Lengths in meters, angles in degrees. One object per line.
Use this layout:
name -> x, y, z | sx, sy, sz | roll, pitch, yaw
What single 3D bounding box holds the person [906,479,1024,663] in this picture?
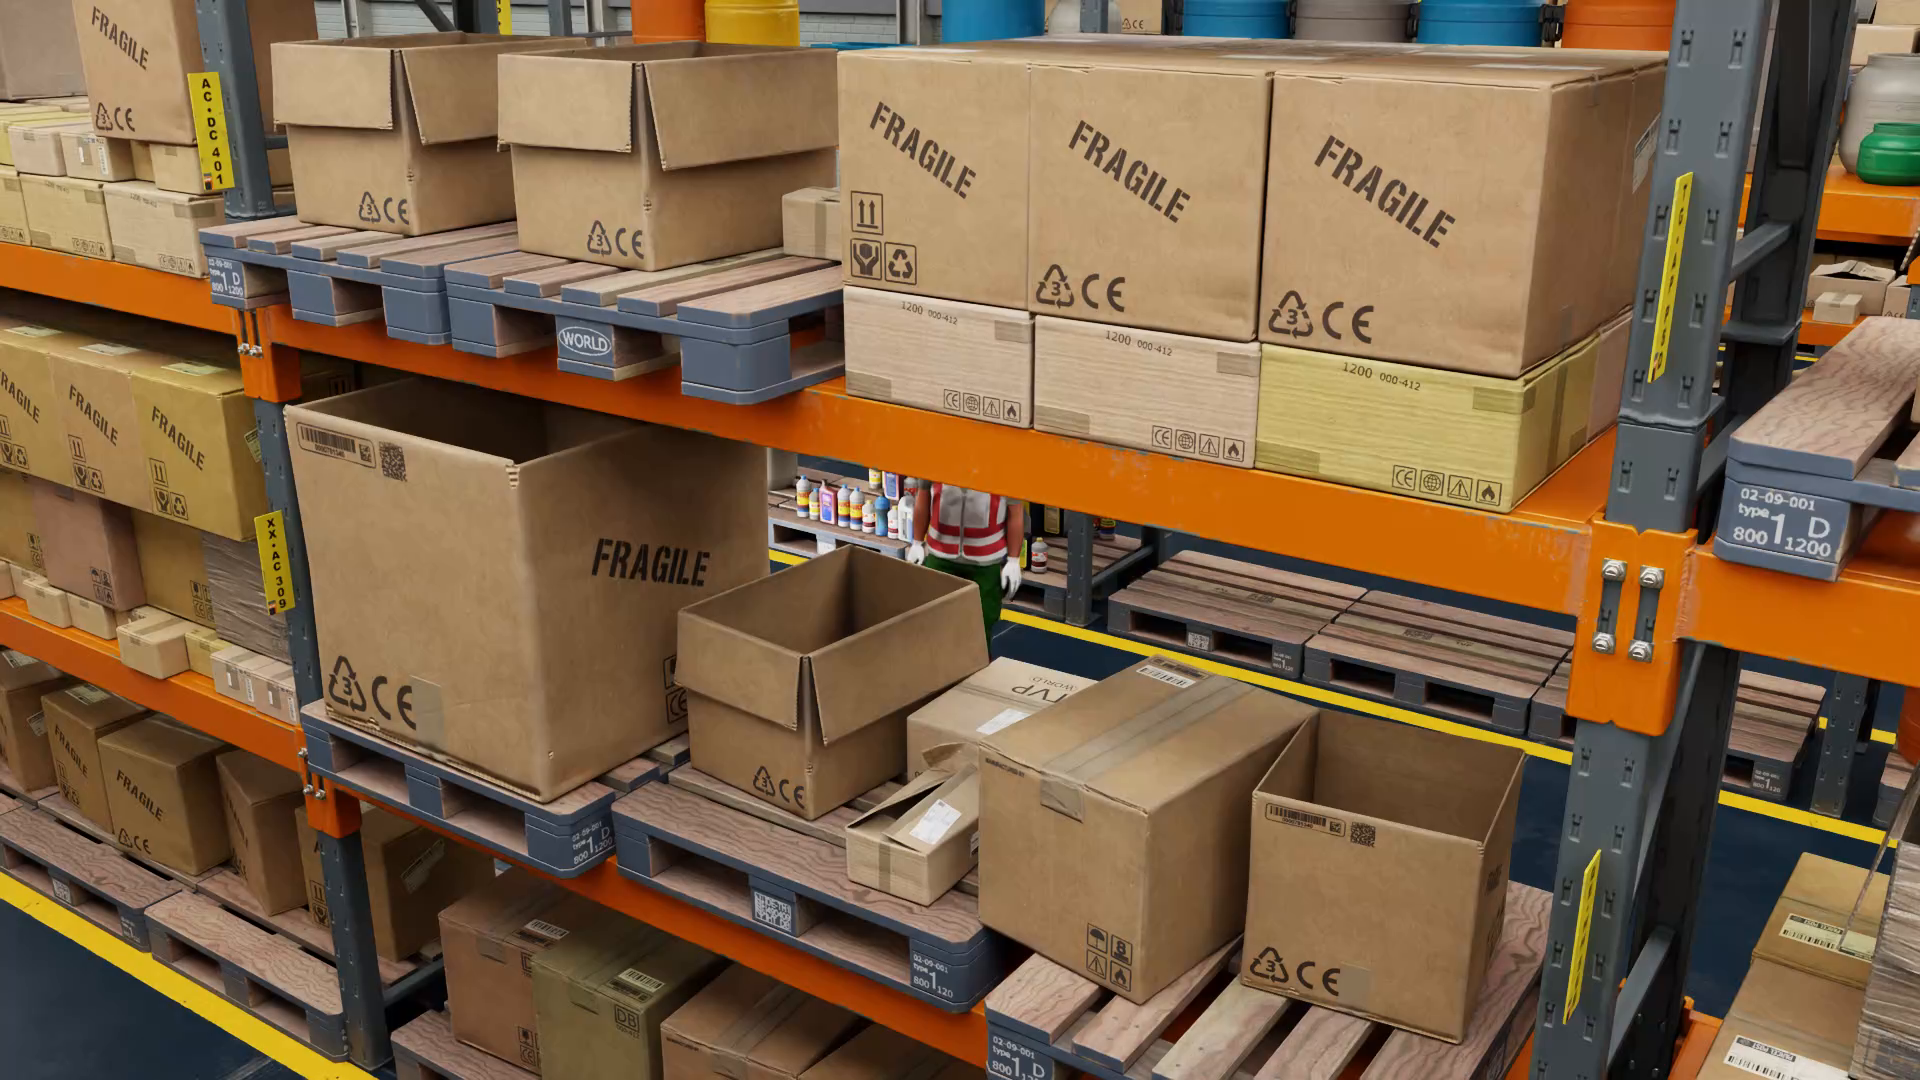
person -> 0.034, 0.074, 8.295 | 0.596, 1.786, 0.493 | 3, 20, 9
